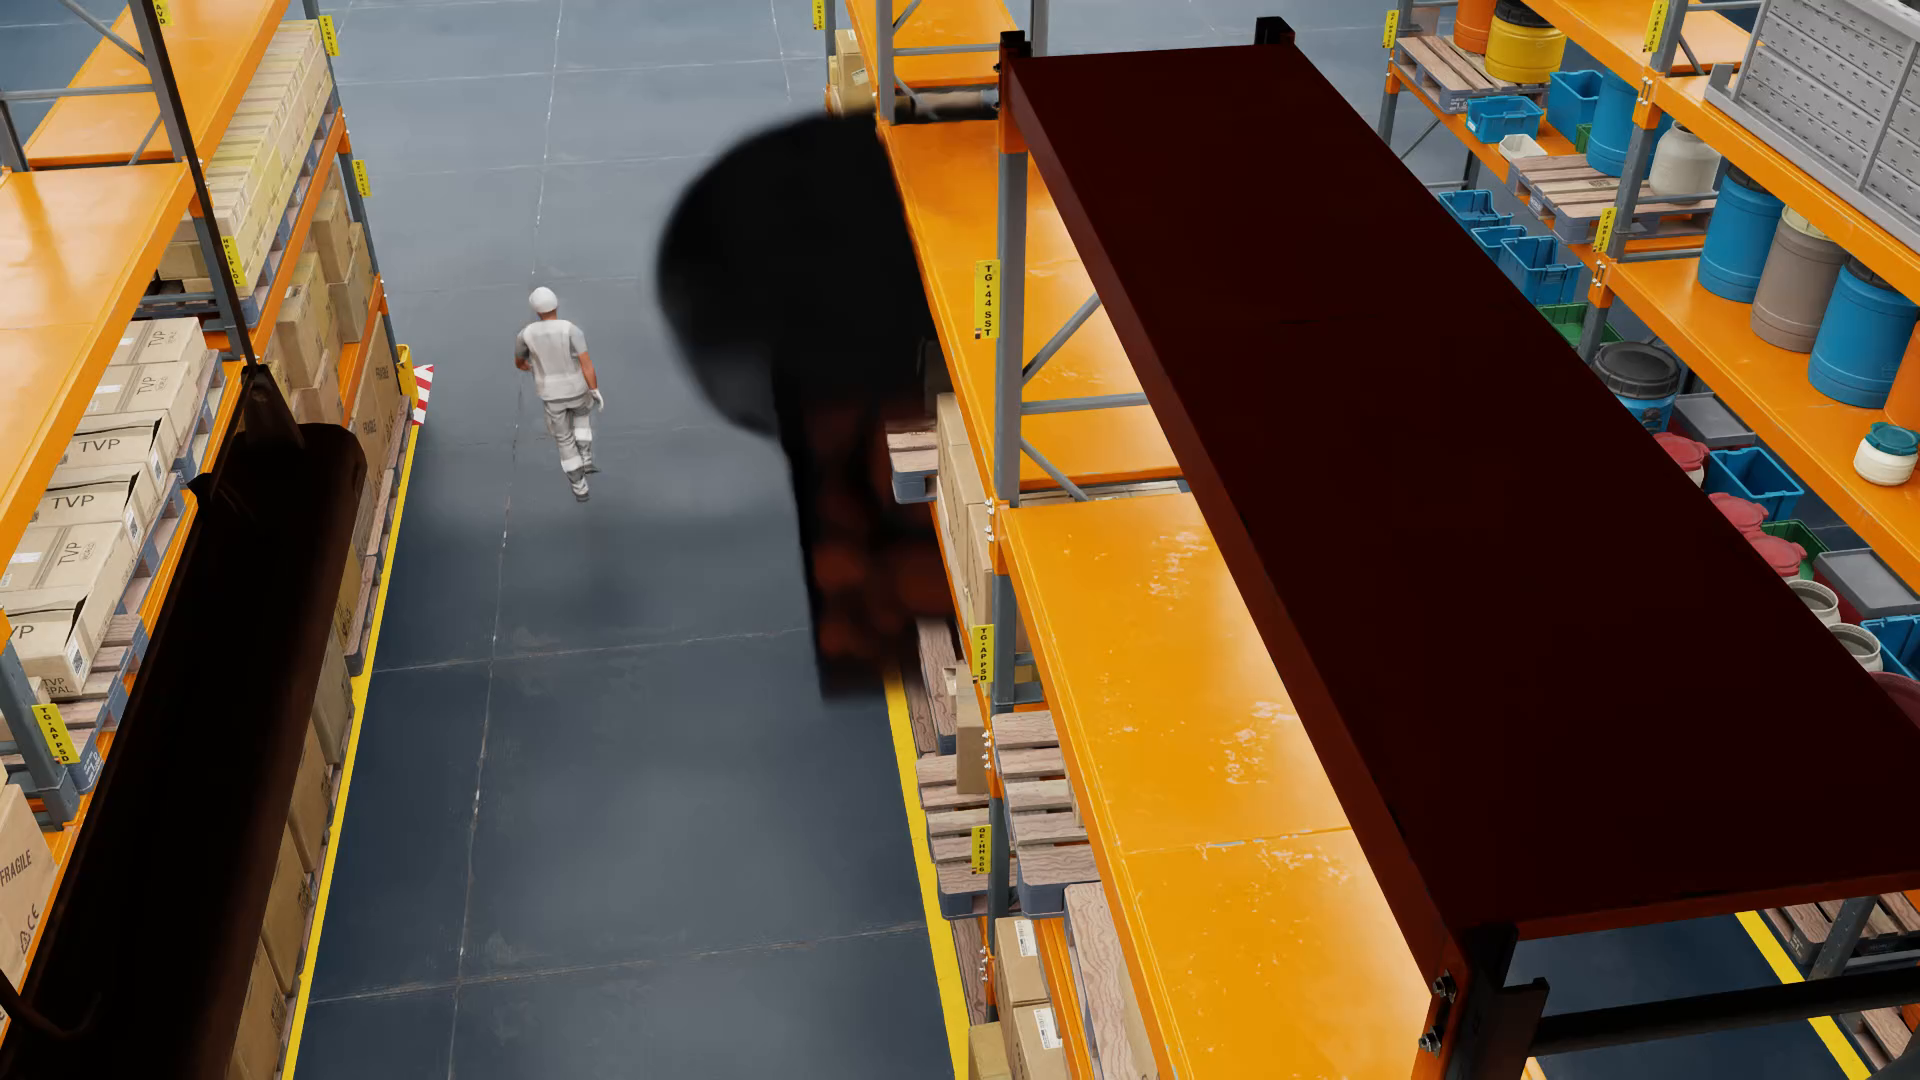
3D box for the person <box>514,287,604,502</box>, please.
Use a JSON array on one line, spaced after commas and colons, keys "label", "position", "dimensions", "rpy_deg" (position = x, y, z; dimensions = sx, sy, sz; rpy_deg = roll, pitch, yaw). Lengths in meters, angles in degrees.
[{"label": "person", "position": [-3.211, -1.222, 13.354], "dimensions": [0.628, 1.734, 0.816], "rpy_deg": [-9, 37, -12]}]
